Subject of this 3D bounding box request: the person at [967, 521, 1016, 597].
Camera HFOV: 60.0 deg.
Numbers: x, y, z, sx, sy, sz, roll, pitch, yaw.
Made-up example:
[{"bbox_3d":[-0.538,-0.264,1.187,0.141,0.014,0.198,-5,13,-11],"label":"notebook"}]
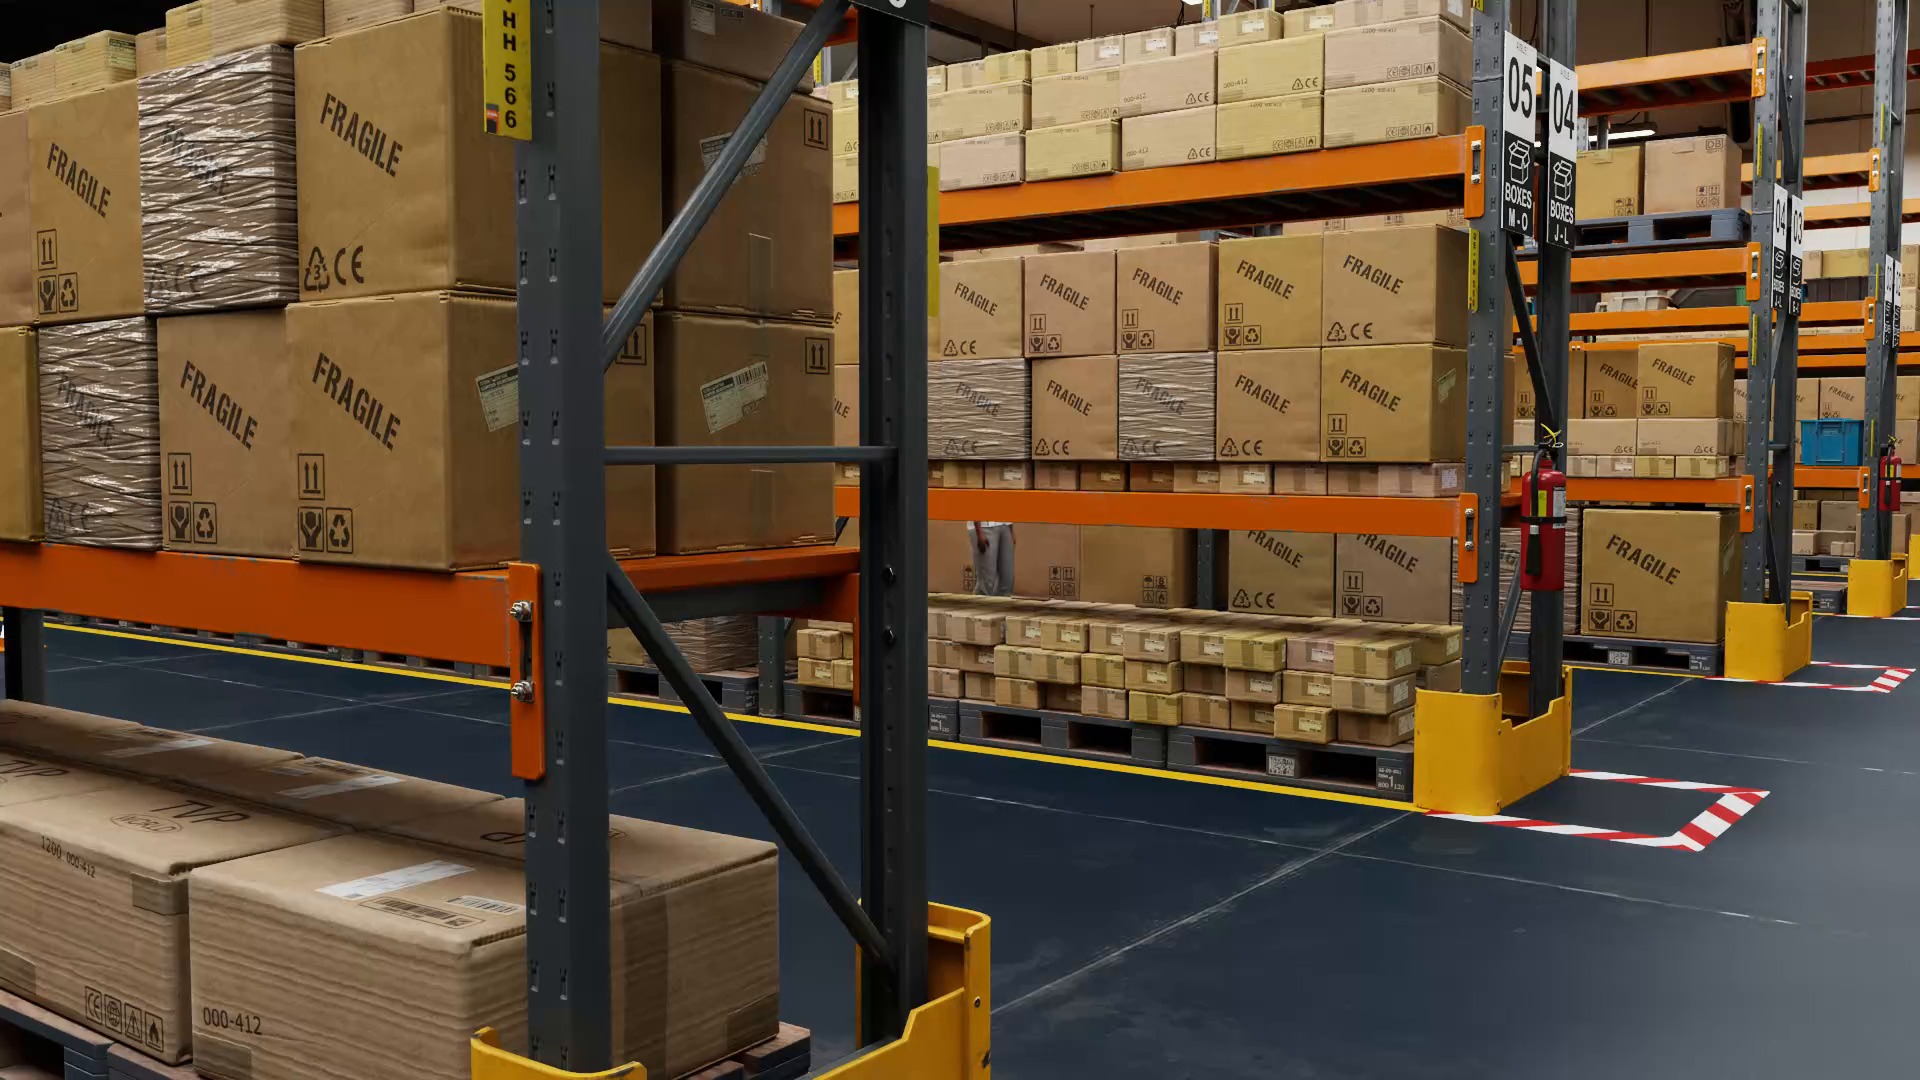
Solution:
[{"bbox_3d":[0.265,-0.047,12.986,0.395,1.657,0.506,2,4,35],"label":"person"}]
